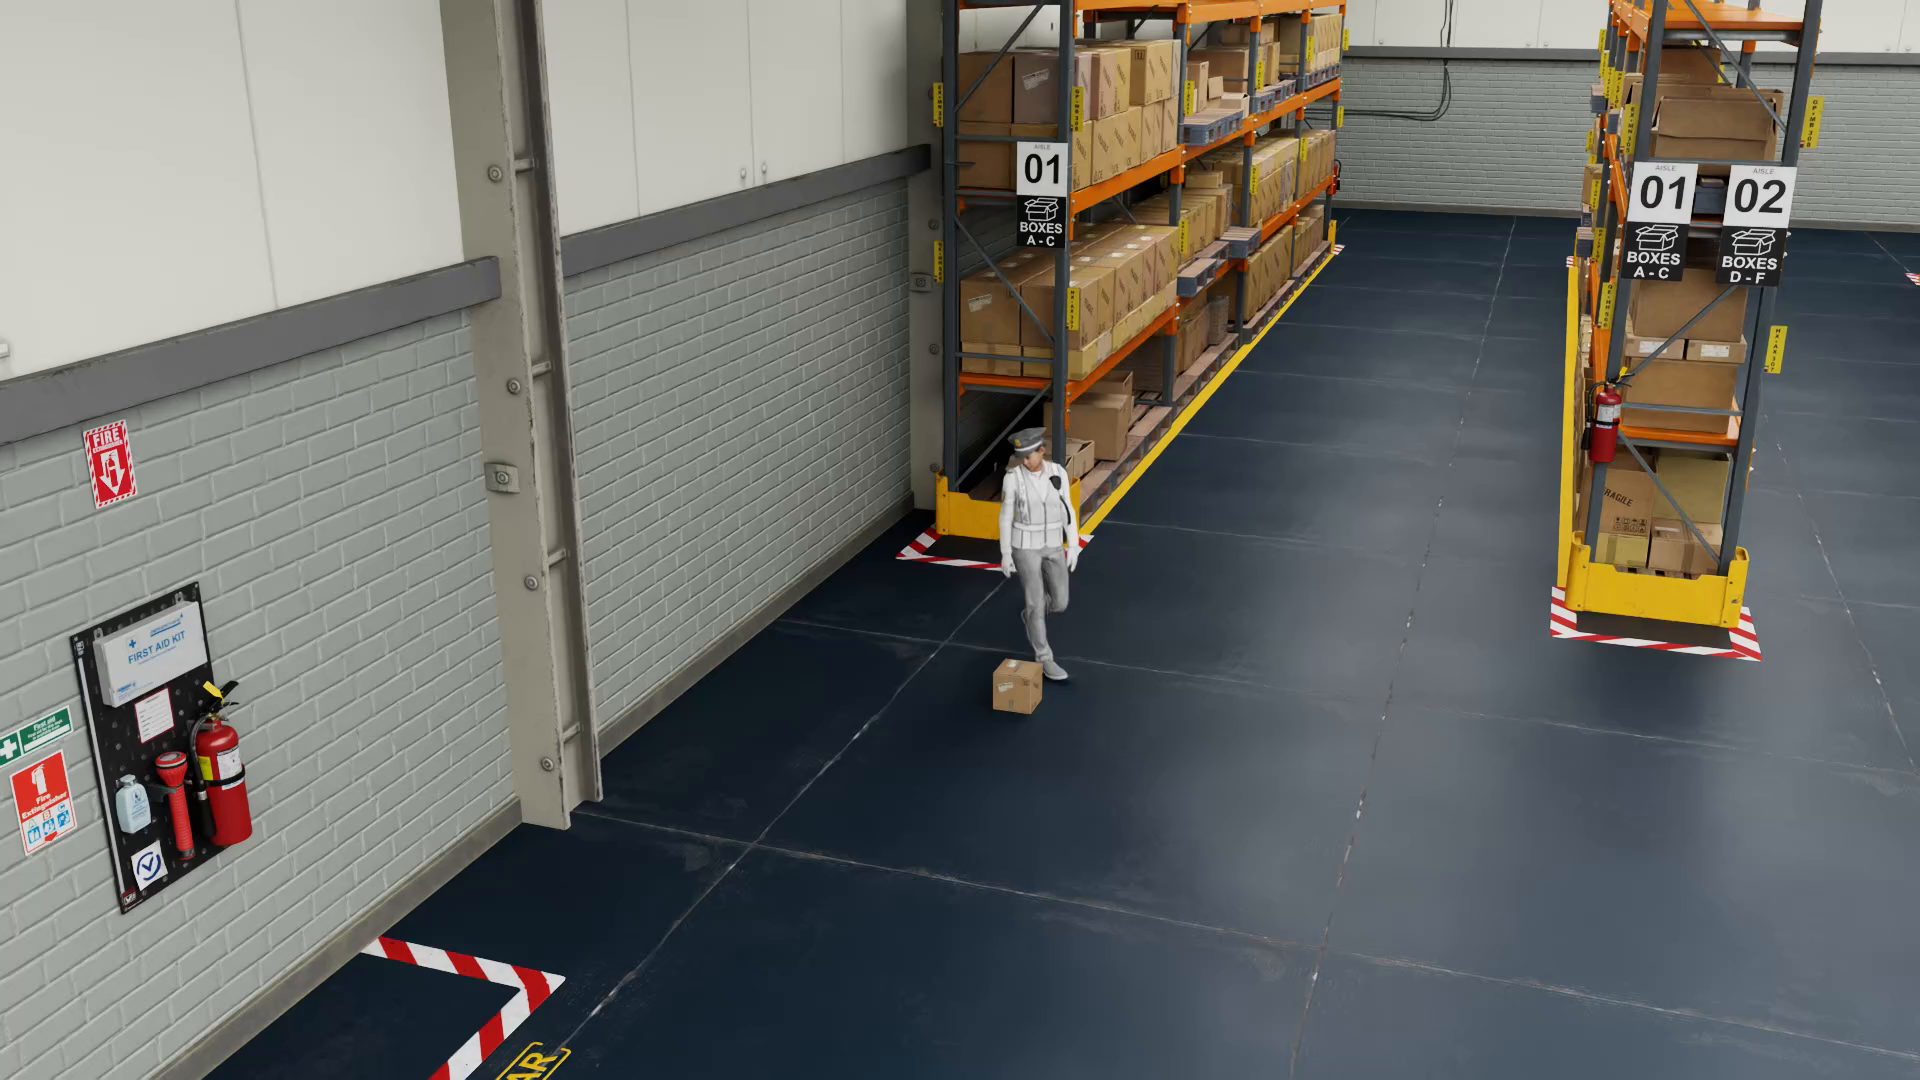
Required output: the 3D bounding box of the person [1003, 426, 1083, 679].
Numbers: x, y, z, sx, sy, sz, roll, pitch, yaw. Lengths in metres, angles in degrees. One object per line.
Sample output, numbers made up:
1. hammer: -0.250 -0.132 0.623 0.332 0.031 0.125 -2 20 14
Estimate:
1. person: 0.549 0.070 10.813 0.520 1.657 0.439 -4 19 -12
